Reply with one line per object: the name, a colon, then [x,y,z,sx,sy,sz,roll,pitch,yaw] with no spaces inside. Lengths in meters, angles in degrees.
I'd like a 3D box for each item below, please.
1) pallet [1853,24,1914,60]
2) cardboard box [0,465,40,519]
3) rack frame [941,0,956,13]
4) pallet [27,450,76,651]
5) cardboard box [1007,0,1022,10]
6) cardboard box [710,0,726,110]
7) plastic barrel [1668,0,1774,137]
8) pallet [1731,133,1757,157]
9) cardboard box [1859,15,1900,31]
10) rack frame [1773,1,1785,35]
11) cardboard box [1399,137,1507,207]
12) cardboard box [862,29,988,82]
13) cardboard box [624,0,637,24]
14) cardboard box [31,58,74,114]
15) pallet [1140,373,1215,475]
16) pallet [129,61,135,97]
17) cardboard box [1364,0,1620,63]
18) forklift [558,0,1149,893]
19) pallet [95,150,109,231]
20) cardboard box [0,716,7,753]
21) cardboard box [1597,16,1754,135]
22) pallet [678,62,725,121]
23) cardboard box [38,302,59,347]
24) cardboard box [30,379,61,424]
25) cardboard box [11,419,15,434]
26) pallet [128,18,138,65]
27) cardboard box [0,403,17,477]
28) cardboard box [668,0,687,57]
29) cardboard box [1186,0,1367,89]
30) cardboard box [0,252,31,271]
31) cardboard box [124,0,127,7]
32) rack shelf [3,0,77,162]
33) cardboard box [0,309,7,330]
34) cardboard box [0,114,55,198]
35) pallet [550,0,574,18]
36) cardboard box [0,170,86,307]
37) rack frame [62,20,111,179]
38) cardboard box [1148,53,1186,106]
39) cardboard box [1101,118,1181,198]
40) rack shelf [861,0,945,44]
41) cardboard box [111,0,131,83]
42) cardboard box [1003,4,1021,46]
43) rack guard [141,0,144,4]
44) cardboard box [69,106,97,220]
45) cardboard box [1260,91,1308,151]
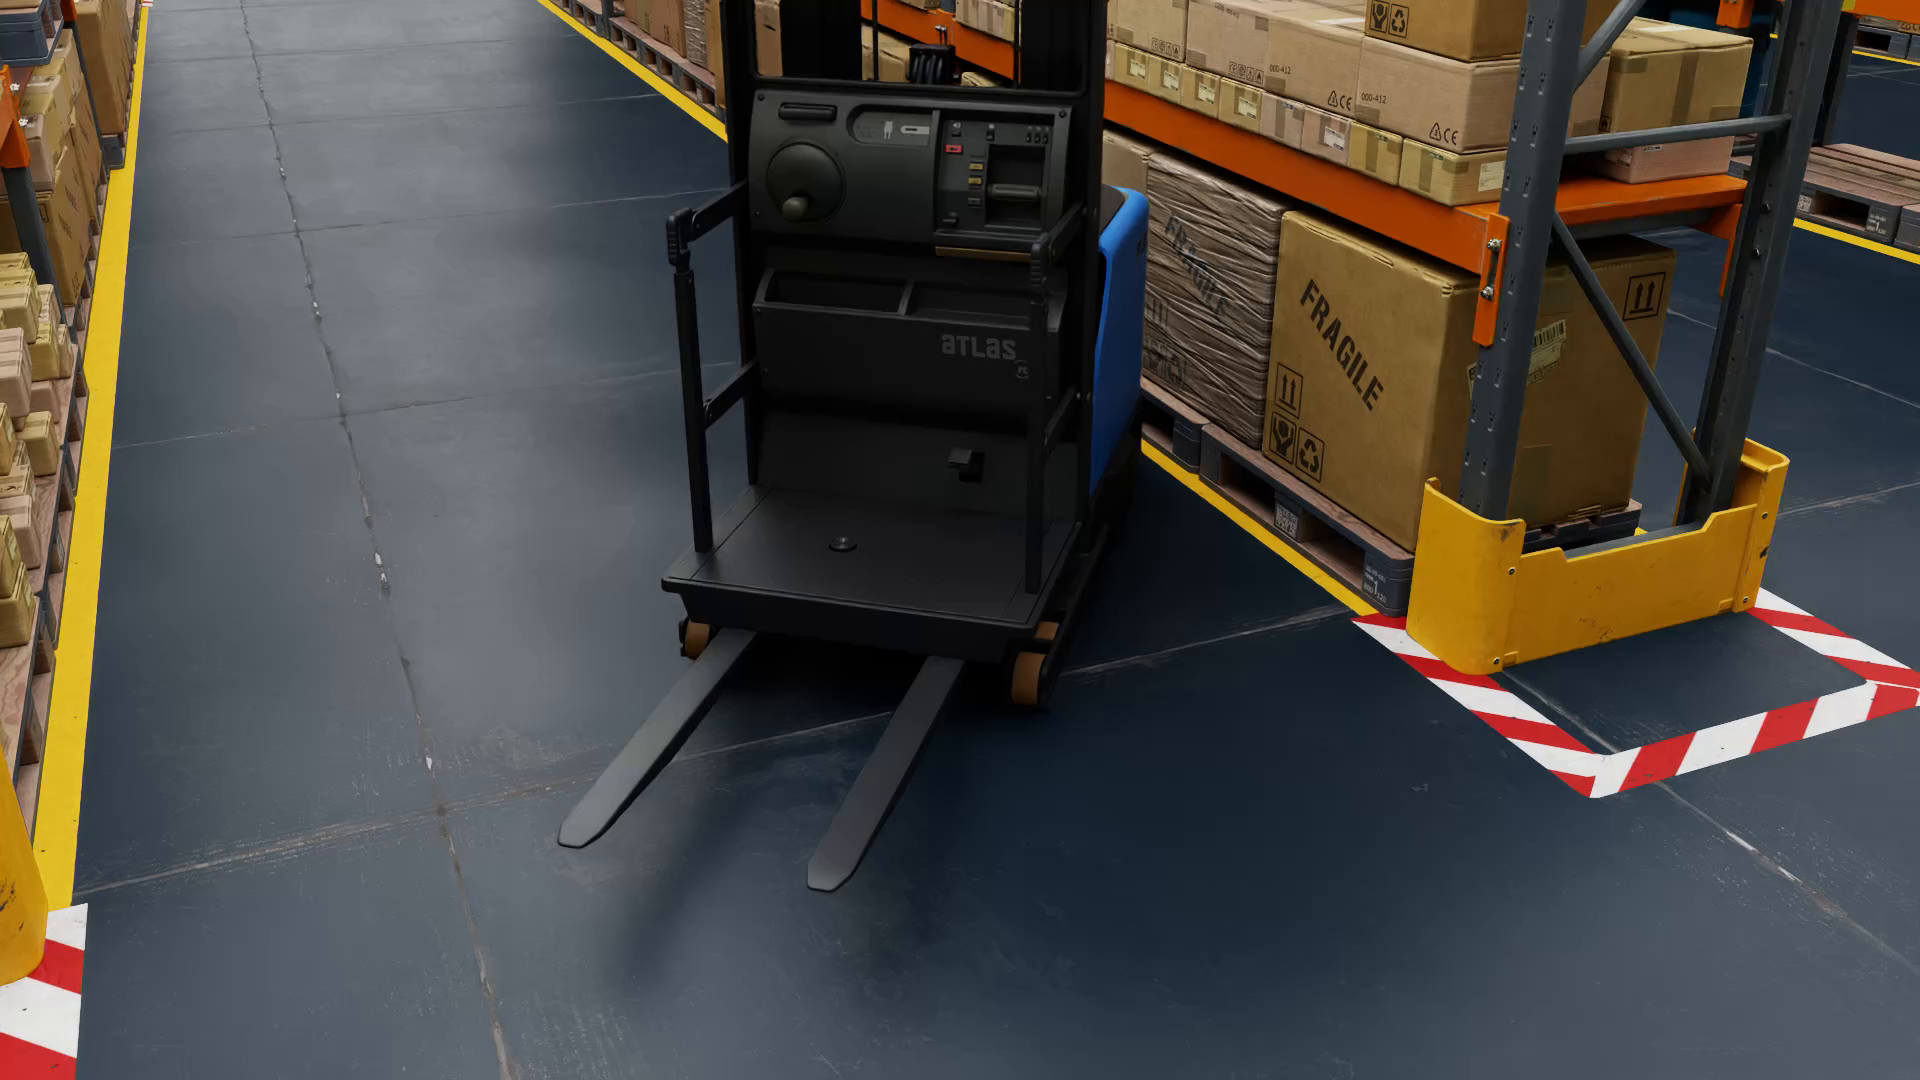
pallet: [8.201,-4.485,14.696,1.003,0.211,1.213,-11,28,-21]
cardboard box: [-3.173,-0.101,5.309,0.380,0.149,0.250,-11,28,-21]
rack frame: [0.393,-2.731,7.924,1.000,3.000,0.127,-11,28,-21]
pallet: [-3.433,0.092,5.321,1.003,0.211,1.213,-11,28,-21]
cardboard box: [0.526,-2.361,6.998,0.500,0.250,0.500,-11,28,-21]
cardboard box: [-0.922,-3.297,11.028,1.225,0.875,0.875,-12,28,-23]
plastic barrel: [4.753,-3.050,10.491,0.600,0.901,0.708,-11,28,-21]
pallet: [4.686,-2.647,10.932,1.003,0.211,1.213,-11,28,-21]
cardboard box: [8.068,-4.677,14.259,0.500,0.500,0.500,-12,28,-22]
rack frame: [7.943,-6.046,14.715,1.000,3.000,0.127,-11,28,-21]
cardboard box: [1.517,-1.090,4.851,0.380,0.149,0.250,-10,28,-20]
cardboard box: [0.124,-2.220,8.820,1.225,0.875,0.875,-10,28,-20]
cardboard box: [-2.519,-4.783,14.476,0.700,0.500,0.500,-13,29,-25]
cardboard box: [-4.876,-2.296,8.549,0.500,0.250,0.500,-10,28,-19]
pallet: [1.100,-0.664,6.870,1.003,0.211,1.213,-11,28,-21]
pallet: [-6.972,-3.597,12.877,1.003,0.211,1.213,-11,28,-21]
cardboard box: [1.527,-1.671,4.730,0.500,0.500,0.500,-10,28,-20]
forklift: [-0.204,-1.022,4.503,1.130,2.935,3.031,7,27,14]
pallet: [-5.472,-1.965,9.535,1.003,0.211,1.213,-11,28,-21]
cardboard box: [-2.555,0.521,4.034,0.380,0.149,0.250,-10,28,-20]
cardboard box: [2.020,-1.422,5.077,0.500,0.250,0.500,-11,28,-22]
pallet: [-1.478,-3.408,12.490,1.003,0.211,1.213,-11,28,-21]
cardboard box: [-3.677,-0.781,6.363,0.380,0.149,0.250,-12,28,-23]
cardboard box: [-3.556,-0.512,6.151,0.380,0.149,0.250,-12,28,-22]
cardboard box: [-3.344,-0.347,5.473,0.380,0.149,0.250,-12,28,-23]
pallet: [-7.569,-4.216,14.145,1.003,0.211,1.213,-11,28,-21]
cardboard box: [-3.070,-0.277,4.992,0.380,0.149,0.250,-10,28,-20]
cardboard box: [-1.912,-4.137,13.151,0.700,0.500,0.500,-8,27,-16]
cardboard box: [1.128,-1.743,5.732,0.500,0.250,0.500,-12,28,-22]
cardboard box: [-3.832,-0.995,6.463,0.380,0.149,0.250,-10,28,-19]
cardboard box: [-8.237,-5.381,15.294,0.875,0.875,0.875,-11,28,-21]
rack shelf: [-4.994,-2.404,8.074,1.077,0.370,4.000,-11,28,-21]
cardboard box: [-3.561,-0.682,5.820,0.380,0.149,0.250,-10,28,-19]
cardboard box: [-4.257,-1.666,7.258,0.500,0.250,0.500,-12,28,-23]
pallet: [-3.517,-5.466,16.704,1.003,0.211,1.213,-11,28,-21]
cardboard box: [-4.256,-1.329,7.423,0.500,0.500,0.500,-9,28,-19]
rack frame: [-5.777,-3.534,9.570,1.000,3.000,0.127,-11,28,-21]
cardboard box: [0.919,-1.707,6.115,0.380,0.149,0.250,-10,28,-20]
cardboard box: [0.930,-1.321,6.980,0.875,0.875,0.875,-11,28,-21]
rack shelf: [-0.390,-3.215,9.736,1.077,0.370,4.000,-11,28,-21]
cardboard box: [-6.643,-3.702,11.998,1.050,0.750,0.750,-11,28,-21]
cardboard box: [0.409,-2.229,7.183,0.380,0.149,0.250,-10,28,-19]
rack guard: [-8.919,-5.650,16.753,1.175,0.500,0.348,-11,28,-21]
cardboard box: [-4.857,-1.958,8.712,0.500,0.500,0.500,-12,28,-23]
cardboard box: [1.219,-1.398,5.481,0.380,0.149,0.250,-10,28,-20]
